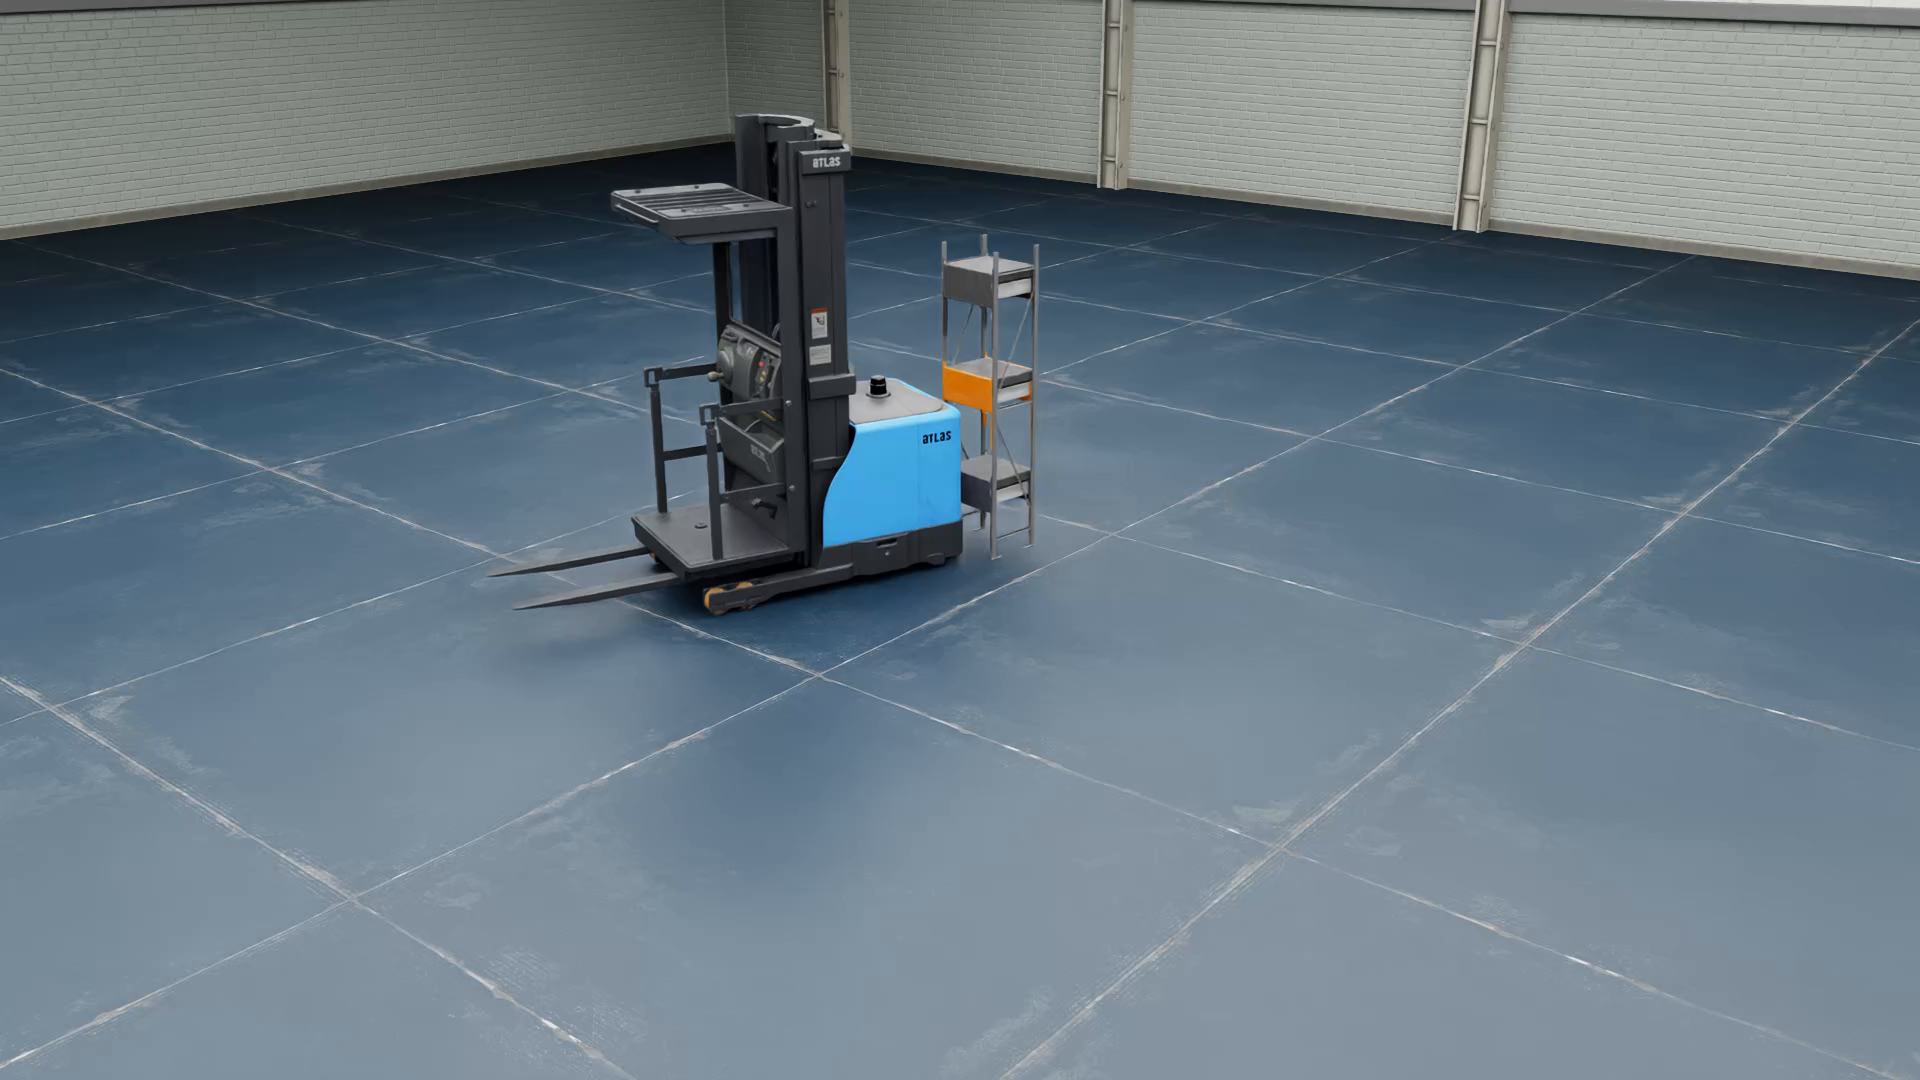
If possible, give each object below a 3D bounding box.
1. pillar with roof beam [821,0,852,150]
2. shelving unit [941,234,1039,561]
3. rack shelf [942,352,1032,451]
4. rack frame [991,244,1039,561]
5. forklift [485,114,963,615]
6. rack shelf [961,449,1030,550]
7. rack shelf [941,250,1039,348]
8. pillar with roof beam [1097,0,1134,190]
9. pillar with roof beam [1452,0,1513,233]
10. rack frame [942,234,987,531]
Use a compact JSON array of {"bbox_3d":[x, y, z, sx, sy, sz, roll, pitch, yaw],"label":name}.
[{"bbox_3d":[-4.928,-10.023,25.494,0.400,9.000,9.100,16,26,36],"label":"pillar with roof beam"},{"bbox_3d":[0.197,-0.956,11.226,0.431,2.100,0.503,-18,27,-40],"label":"shelving unit"},{"bbox_3d":[0.197,-0.943,11.231,0.431,0.518,0.480,-18,27,-40],"label":"rack shelf"},{"bbox_3d":[0.363,-0.893,11.059,0.400,2.100,0.015,-18,27,-40],"label":"rack frame"},{"bbox_3d":[-1.518,-1.115,10.472,3.031,2.935,1.130,-11,23,-27],"label":"forklift"},{"bbox_3d":[0.197,-0.288,11.478,0.431,0.518,0.480,-18,27,-40],"label":"rack shelf"},{"bbox_3d":[0.197,-1.598,10.984,0.431,0.518,0.480,-18,27,-40],"label":"rack shelf"},{"bbox_3d":[-0.280,-8.684,21.944,0.400,9.000,9.100,16,26,36],"label":"pillar with roof beam"},{"bbox_3d":[4.369,-7.346,18.394,0.400,9.000,9.100,16,26,36],"label":"pillar with roof beam"},{"bbox_3d":[0.030,-1.018,11.393,0.400,2.100,0.015,-18,27,-40],"label":"rack frame"}]
